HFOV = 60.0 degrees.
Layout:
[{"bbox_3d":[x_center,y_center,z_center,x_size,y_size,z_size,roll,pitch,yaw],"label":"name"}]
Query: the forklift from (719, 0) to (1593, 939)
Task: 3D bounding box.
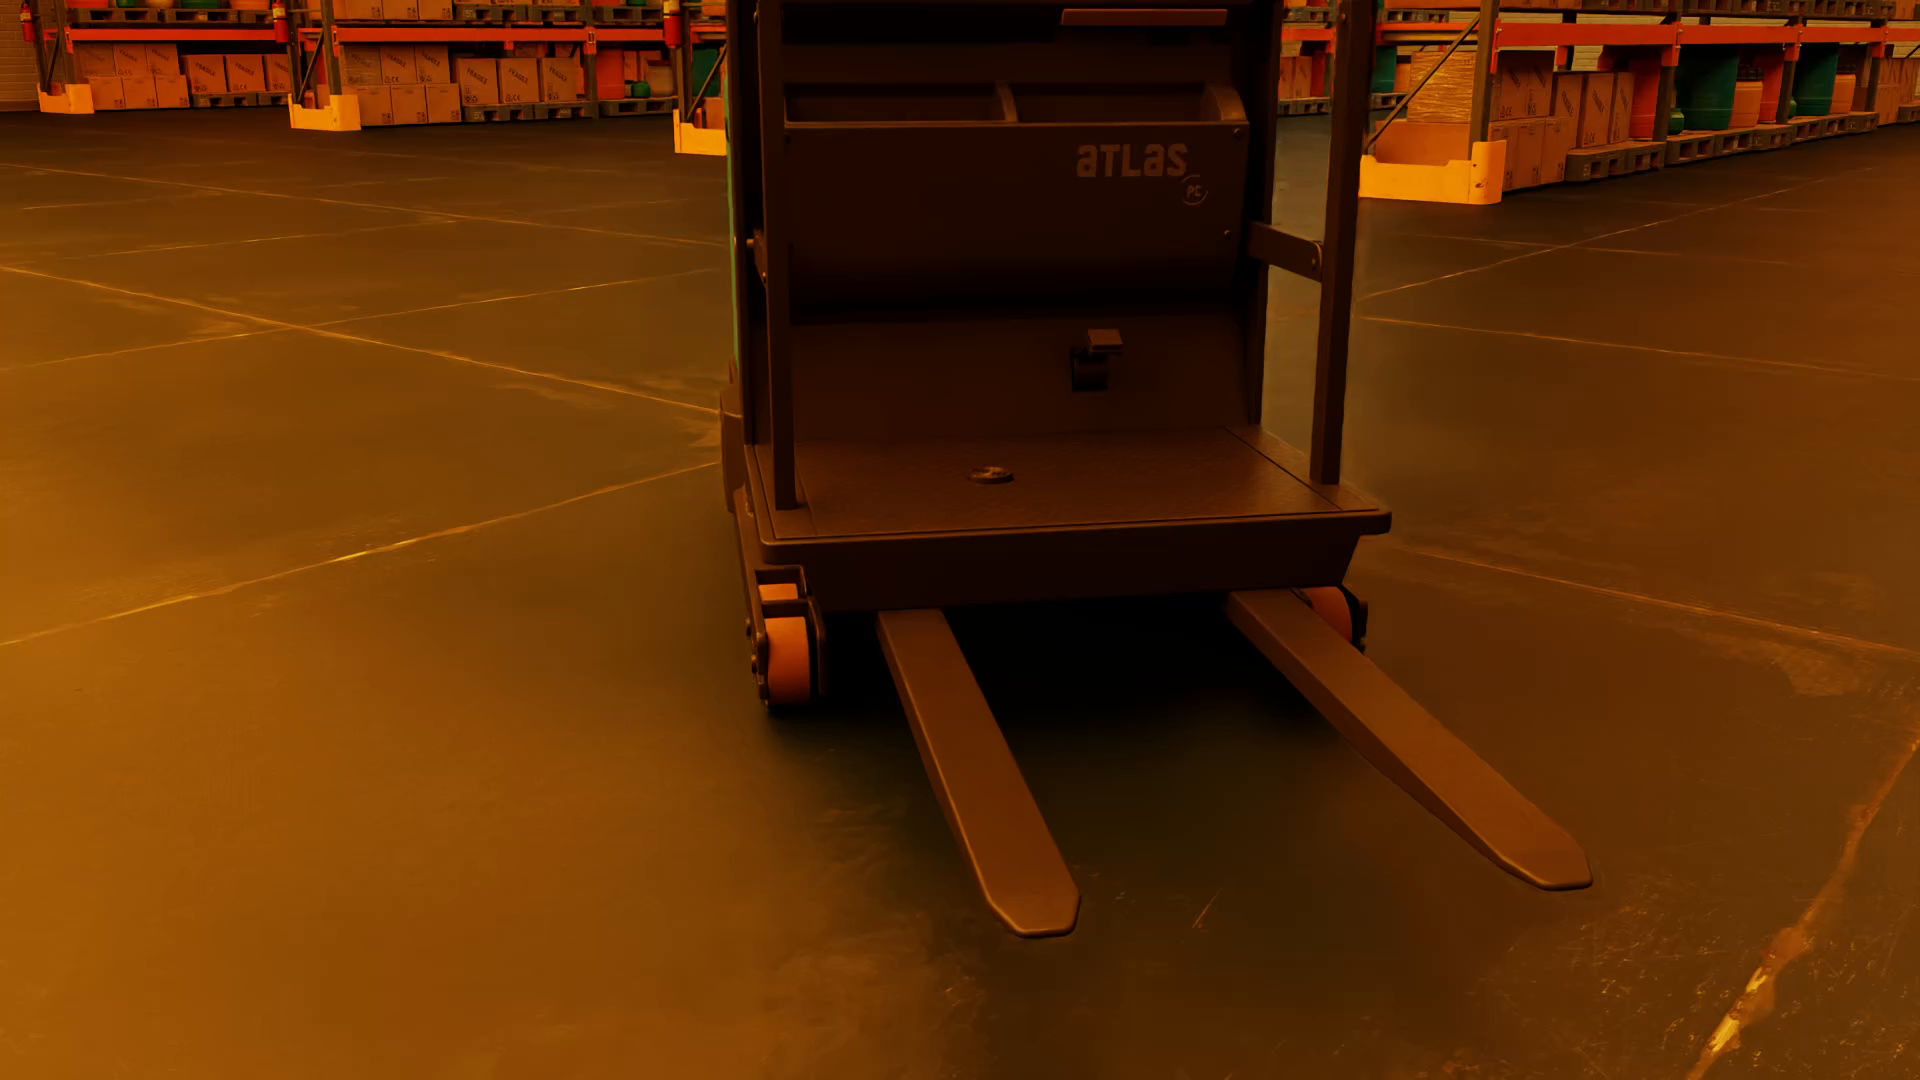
[{"bbox_3d":[0.135,-1.216,2.902,1.130,2.935,3.031,-3,17,-9],"label":"forklift"}]
